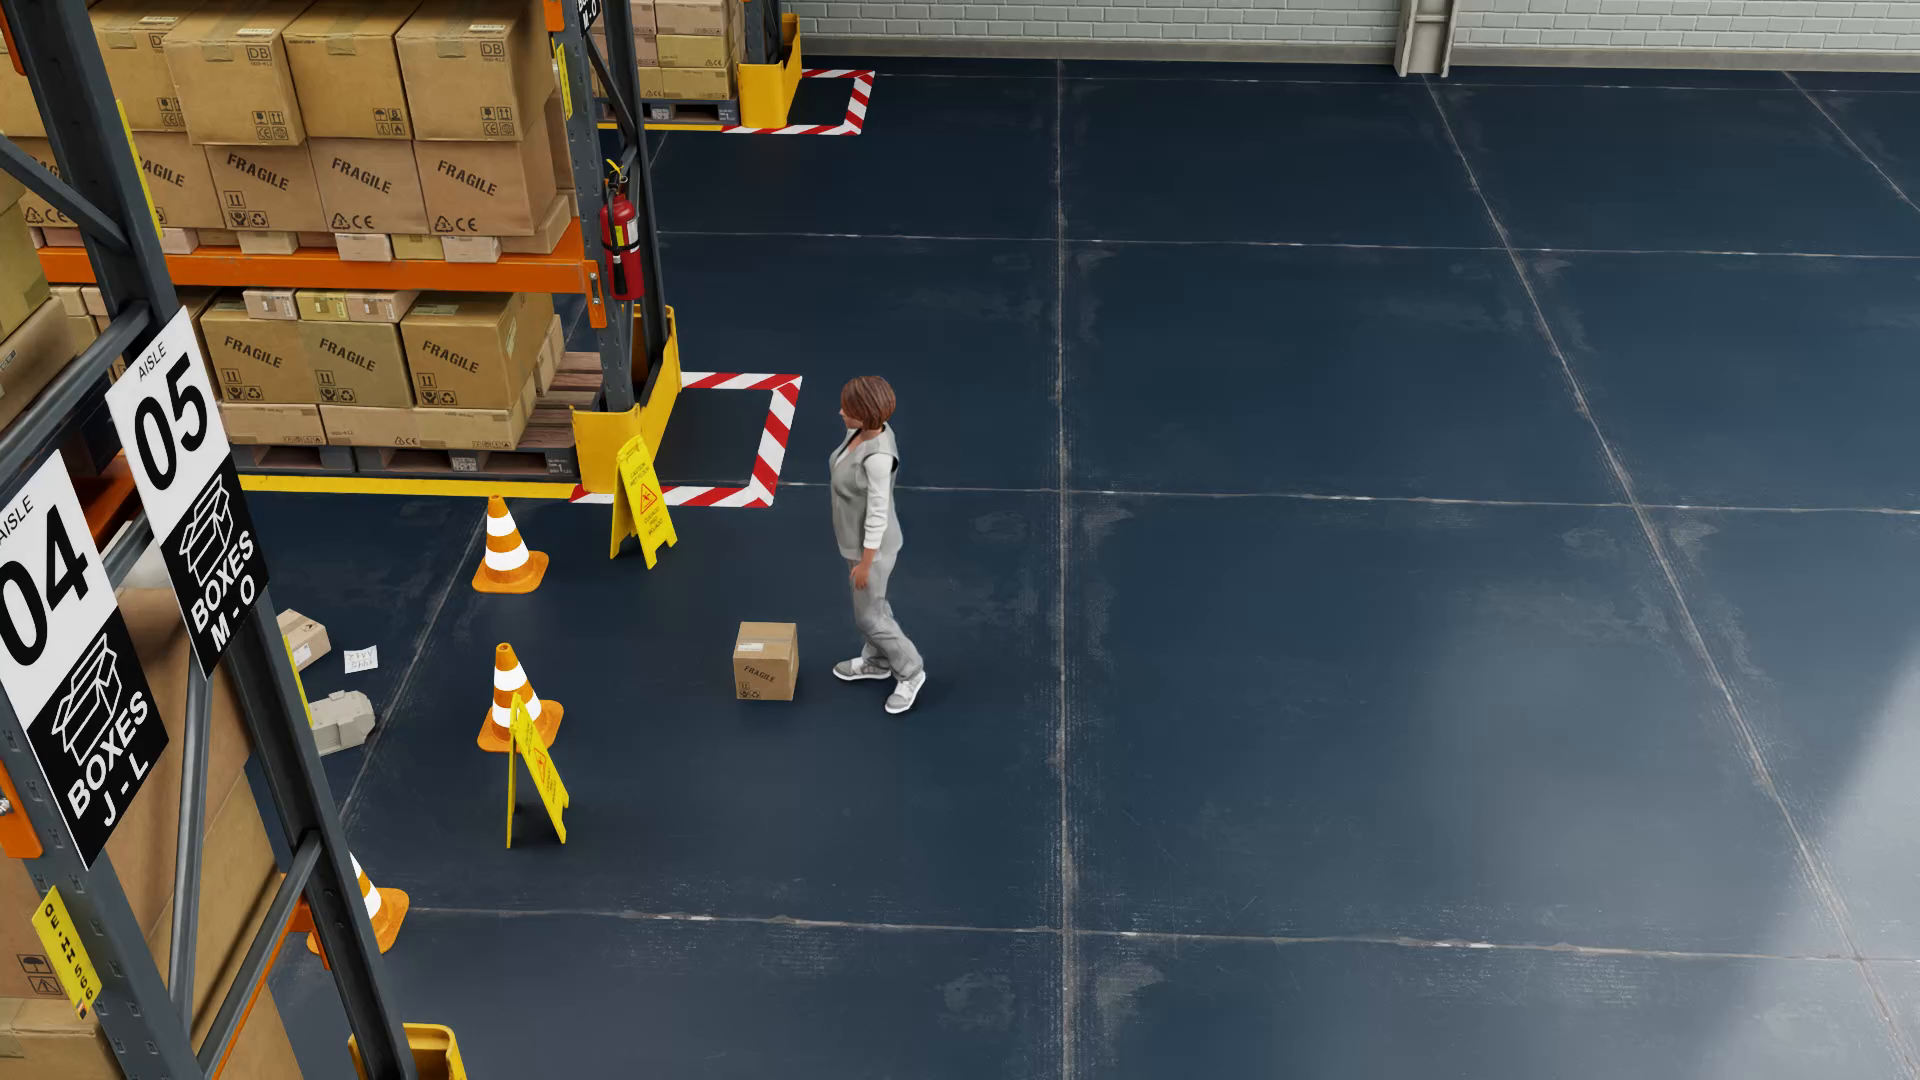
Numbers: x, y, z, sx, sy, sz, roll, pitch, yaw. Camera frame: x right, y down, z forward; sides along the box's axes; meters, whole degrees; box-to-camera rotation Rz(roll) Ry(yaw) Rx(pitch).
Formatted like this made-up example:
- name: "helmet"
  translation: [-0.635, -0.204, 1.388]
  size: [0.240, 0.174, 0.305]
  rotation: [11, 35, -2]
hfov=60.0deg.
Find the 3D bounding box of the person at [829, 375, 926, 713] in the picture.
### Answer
- name: "person"
  translation: [-0.365, 0.009, 7.082]
  size: [0.398, 1.593, 0.466]
  rotation: [-7, 37, -10]
